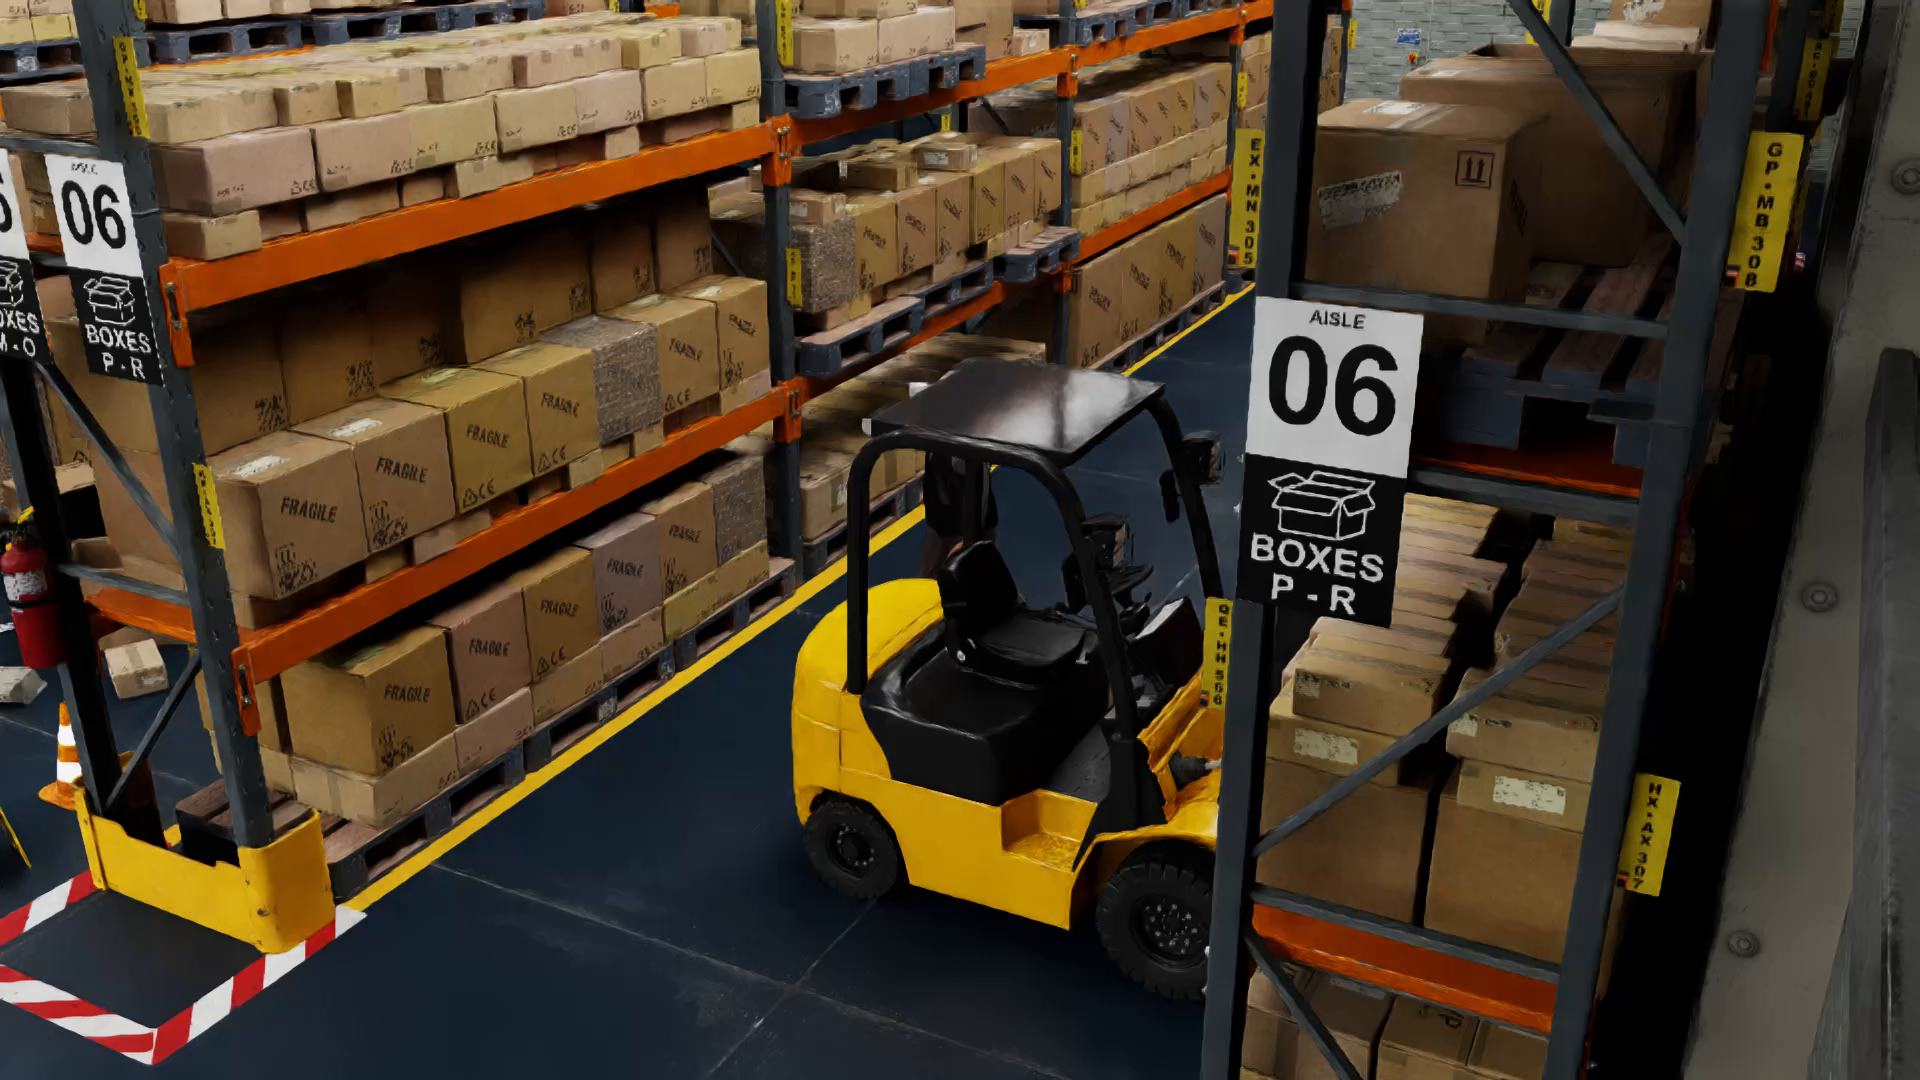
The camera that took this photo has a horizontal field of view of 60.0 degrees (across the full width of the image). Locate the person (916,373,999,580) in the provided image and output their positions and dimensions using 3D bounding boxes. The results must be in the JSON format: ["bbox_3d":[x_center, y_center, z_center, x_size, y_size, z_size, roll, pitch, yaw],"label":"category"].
[{"bbox_3d":[-0.106,-0.040,8.692,0.659,1.719,0.583,-9,24,-20],"label":"person"}]
